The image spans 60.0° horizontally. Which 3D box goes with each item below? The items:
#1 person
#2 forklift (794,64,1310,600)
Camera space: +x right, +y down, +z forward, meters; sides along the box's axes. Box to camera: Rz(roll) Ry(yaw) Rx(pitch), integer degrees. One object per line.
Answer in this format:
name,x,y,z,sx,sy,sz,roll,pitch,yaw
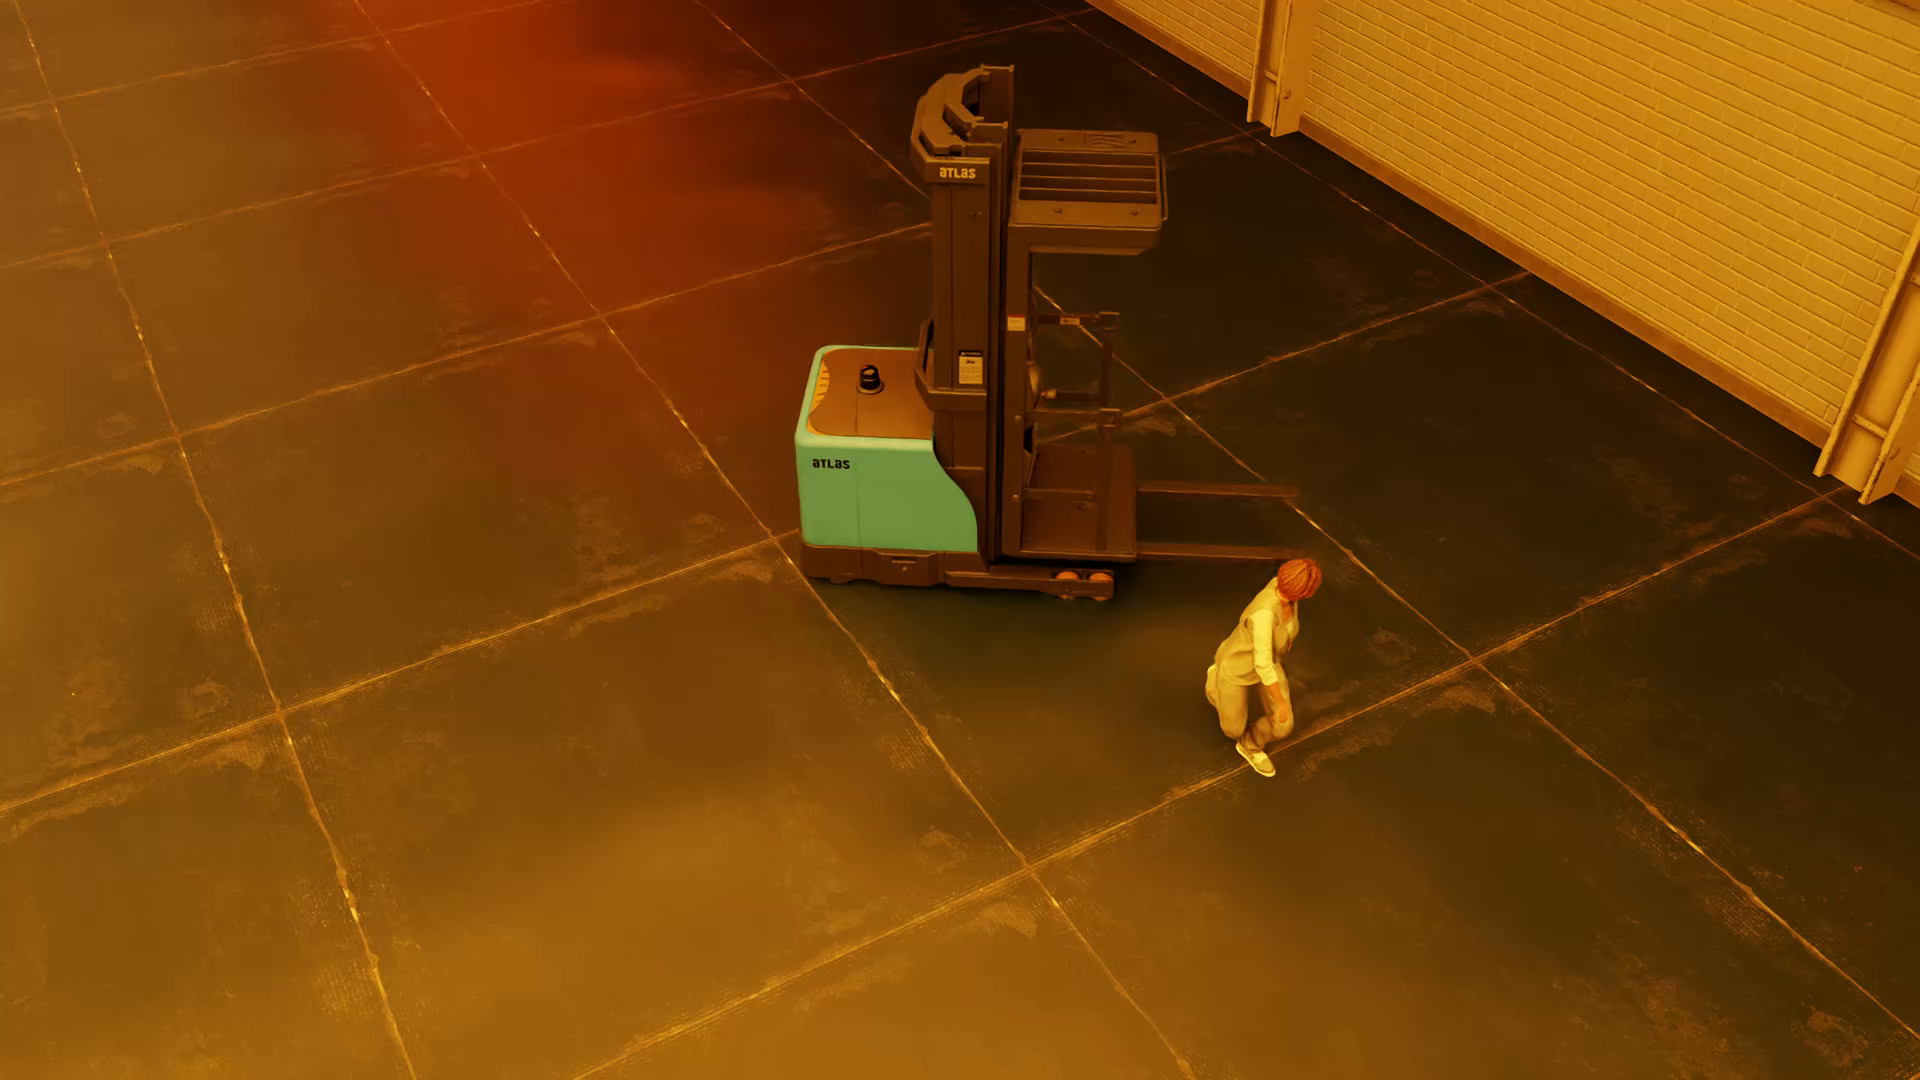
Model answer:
person,1.559,0.589,8.559,0.543,1.384,0.730,-21,44,-24
forklift,0.587,-1.122,9.389,3.031,2.935,1.130,2,40,3
